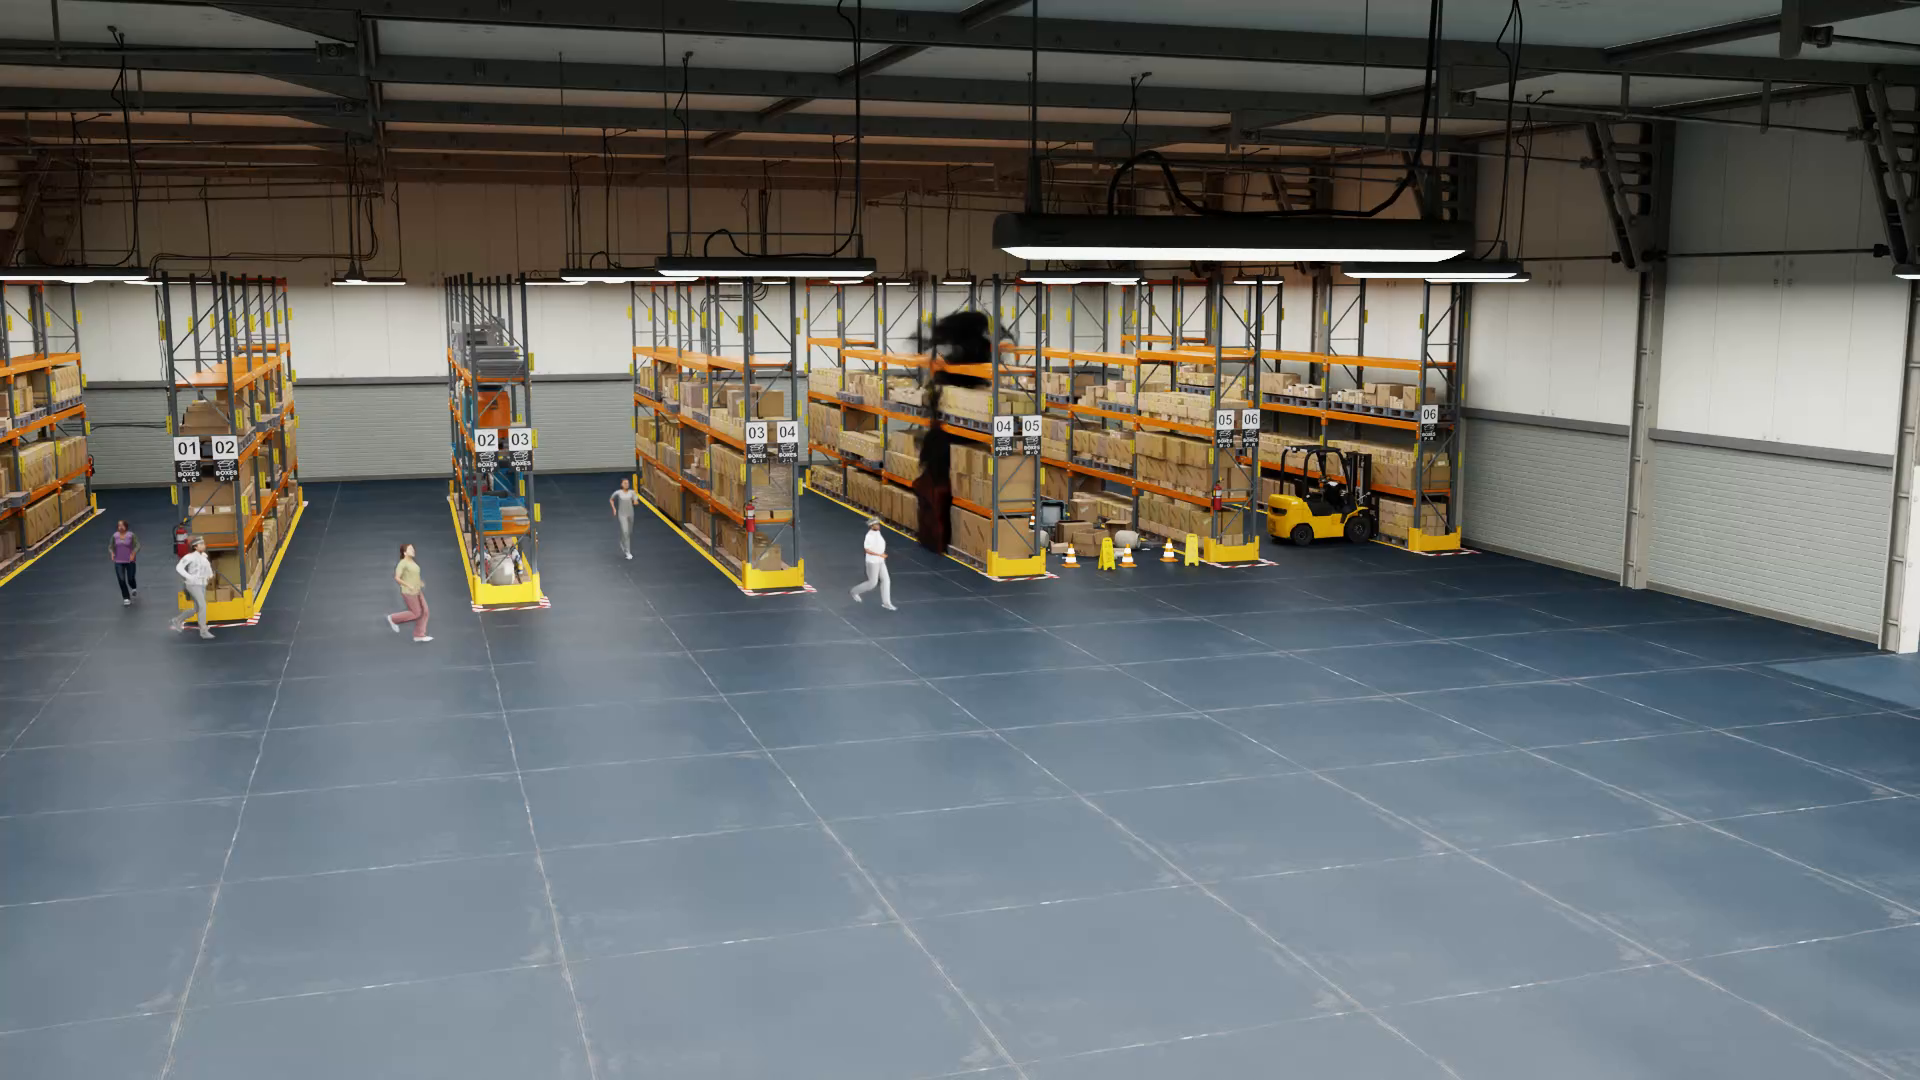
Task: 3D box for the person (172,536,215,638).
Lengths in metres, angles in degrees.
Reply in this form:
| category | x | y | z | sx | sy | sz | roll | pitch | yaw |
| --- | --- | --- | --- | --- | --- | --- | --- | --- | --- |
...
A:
| category | x | y | z | sx | sy | sz | roll | pitch | yaw |
| --- | --- | --- | --- | --- | --- | --- | --- | --- | --- |
| person | -12.674 | 0.770 | 27.615 | 0.798 | 1.691 | 0.657 | 2 | 9 | 14 |

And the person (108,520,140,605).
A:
| category | x | y | z | sx | sy | sz | roll | pitch | yaw |
| --- | --- | --- | --- | --- | --- | --- | --- | --- | --- |
| person | -15.232 | 0.397 | 30.322 | 0.534 | 1.547 | 0.565 | -3 | 9 | -18 |

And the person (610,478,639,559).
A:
| category | x | y | z | sx | sy | sz | roll | pitch | yaw |
| --- | --- | --- | --- | --- | --- | --- | --- | --- | --- |
| person | -7.169 | -0.493 | 35.665 | 0.550 | 1.693 | 0.904 | -5 | 10 | -32 |

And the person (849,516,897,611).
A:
| category | x | y | z | sx | sy | sz | roll | pitch | yaw |
| --- | --- | --- | --- | --- | --- | --- | --- | --- | --- |
| person | -1.549 | 0.408 | 29.860 | 0.901 | 1.702 | 0.592 | 4 | 9 | 22 |

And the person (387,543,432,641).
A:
| category | x | y | z | sx | sy | sz | roll | pitch | yaw |
| --- | --- | --- | --- | --- | --- | --- | --- | --- | --- |
| person | -8.982 | 0.850 | 27.149 | 0.710 | 1.625 | 0.595 | 1 | 9 | 7 |
